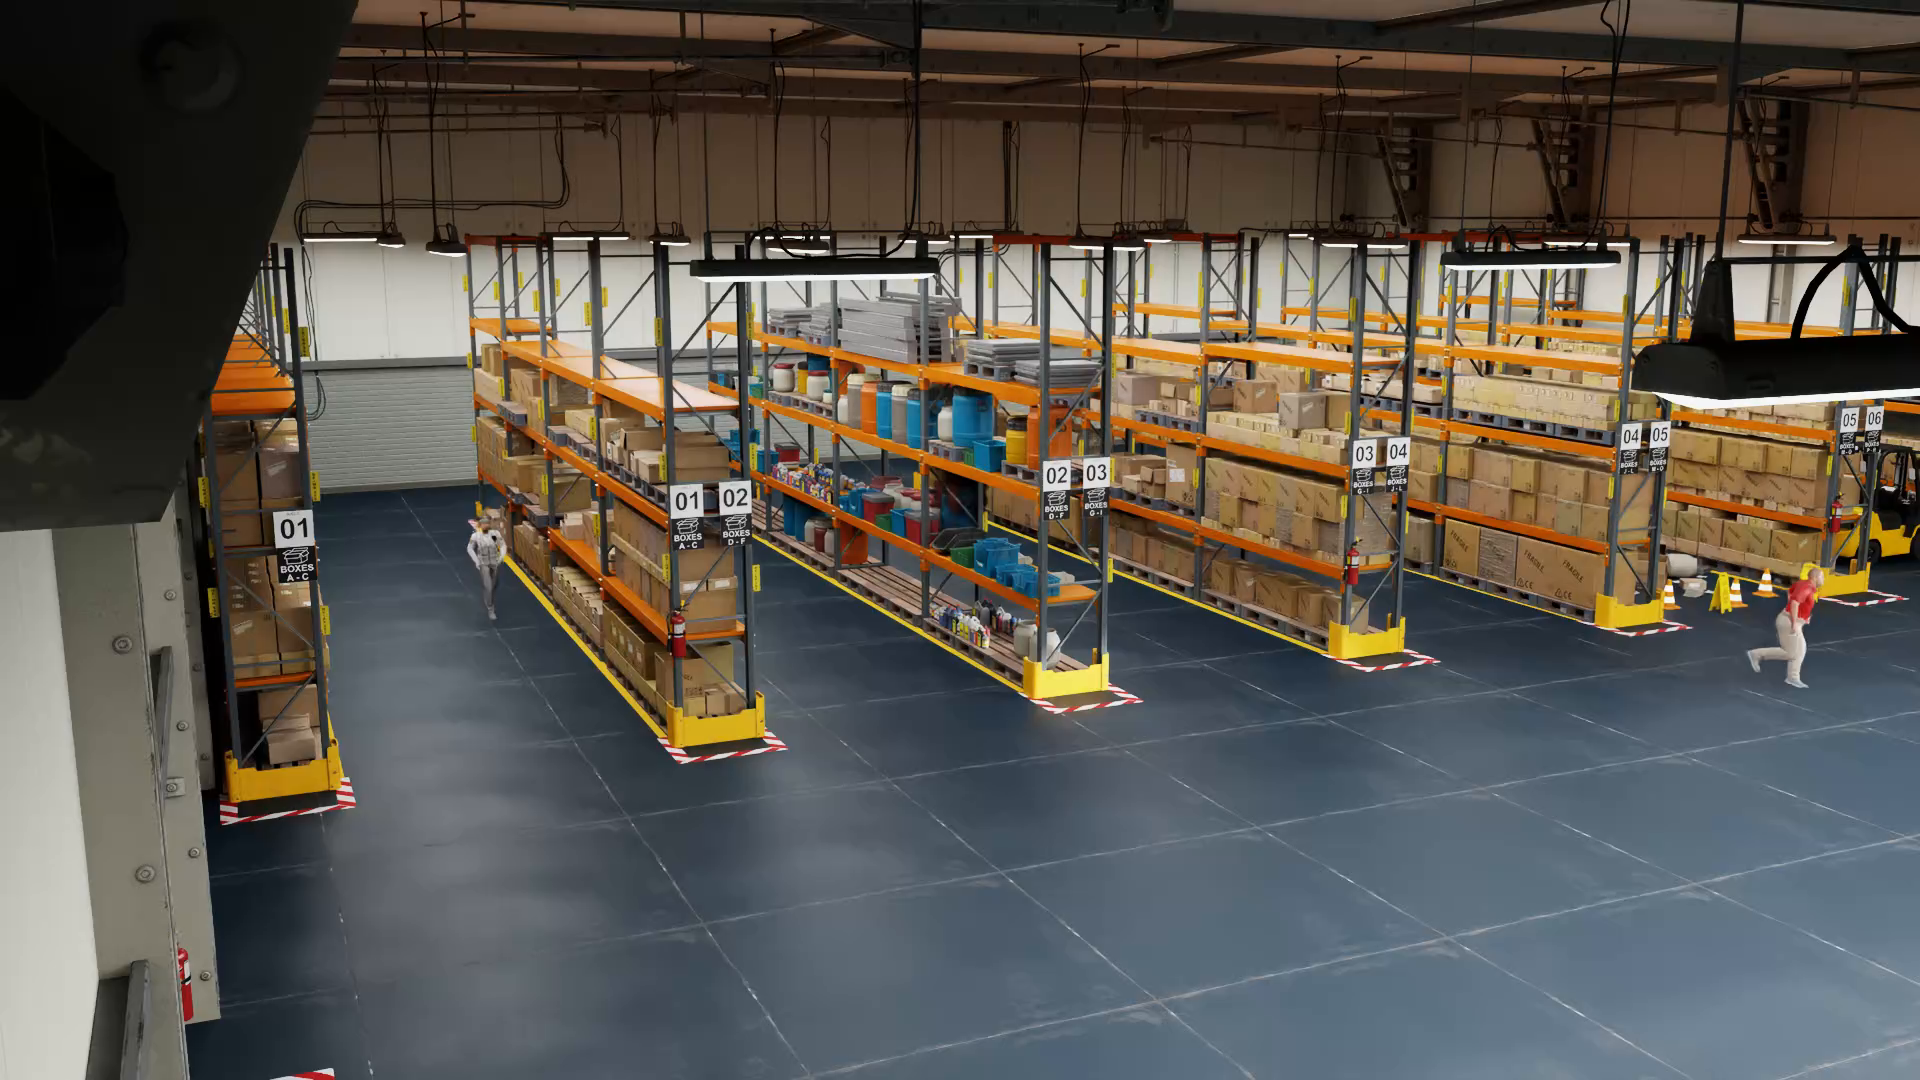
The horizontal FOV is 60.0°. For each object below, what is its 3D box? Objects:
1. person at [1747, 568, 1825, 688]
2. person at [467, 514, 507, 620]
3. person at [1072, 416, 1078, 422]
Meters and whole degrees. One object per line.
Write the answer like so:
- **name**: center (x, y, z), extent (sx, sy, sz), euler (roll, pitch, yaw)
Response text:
- **person**: center (11.302, 1.190, 22.798), extent (0.883, 1.686, 0.664), euler (3, 11, 15)
- **person**: center (-7.595, 0.396, 26.744), extent (0.616, 1.708, 0.734), euler (-5, 12, -24)
- **person**: center (2.562, -2.330, 40.966), extent (0.731, 1.653, 0.496), euler (6, 13, 30)
